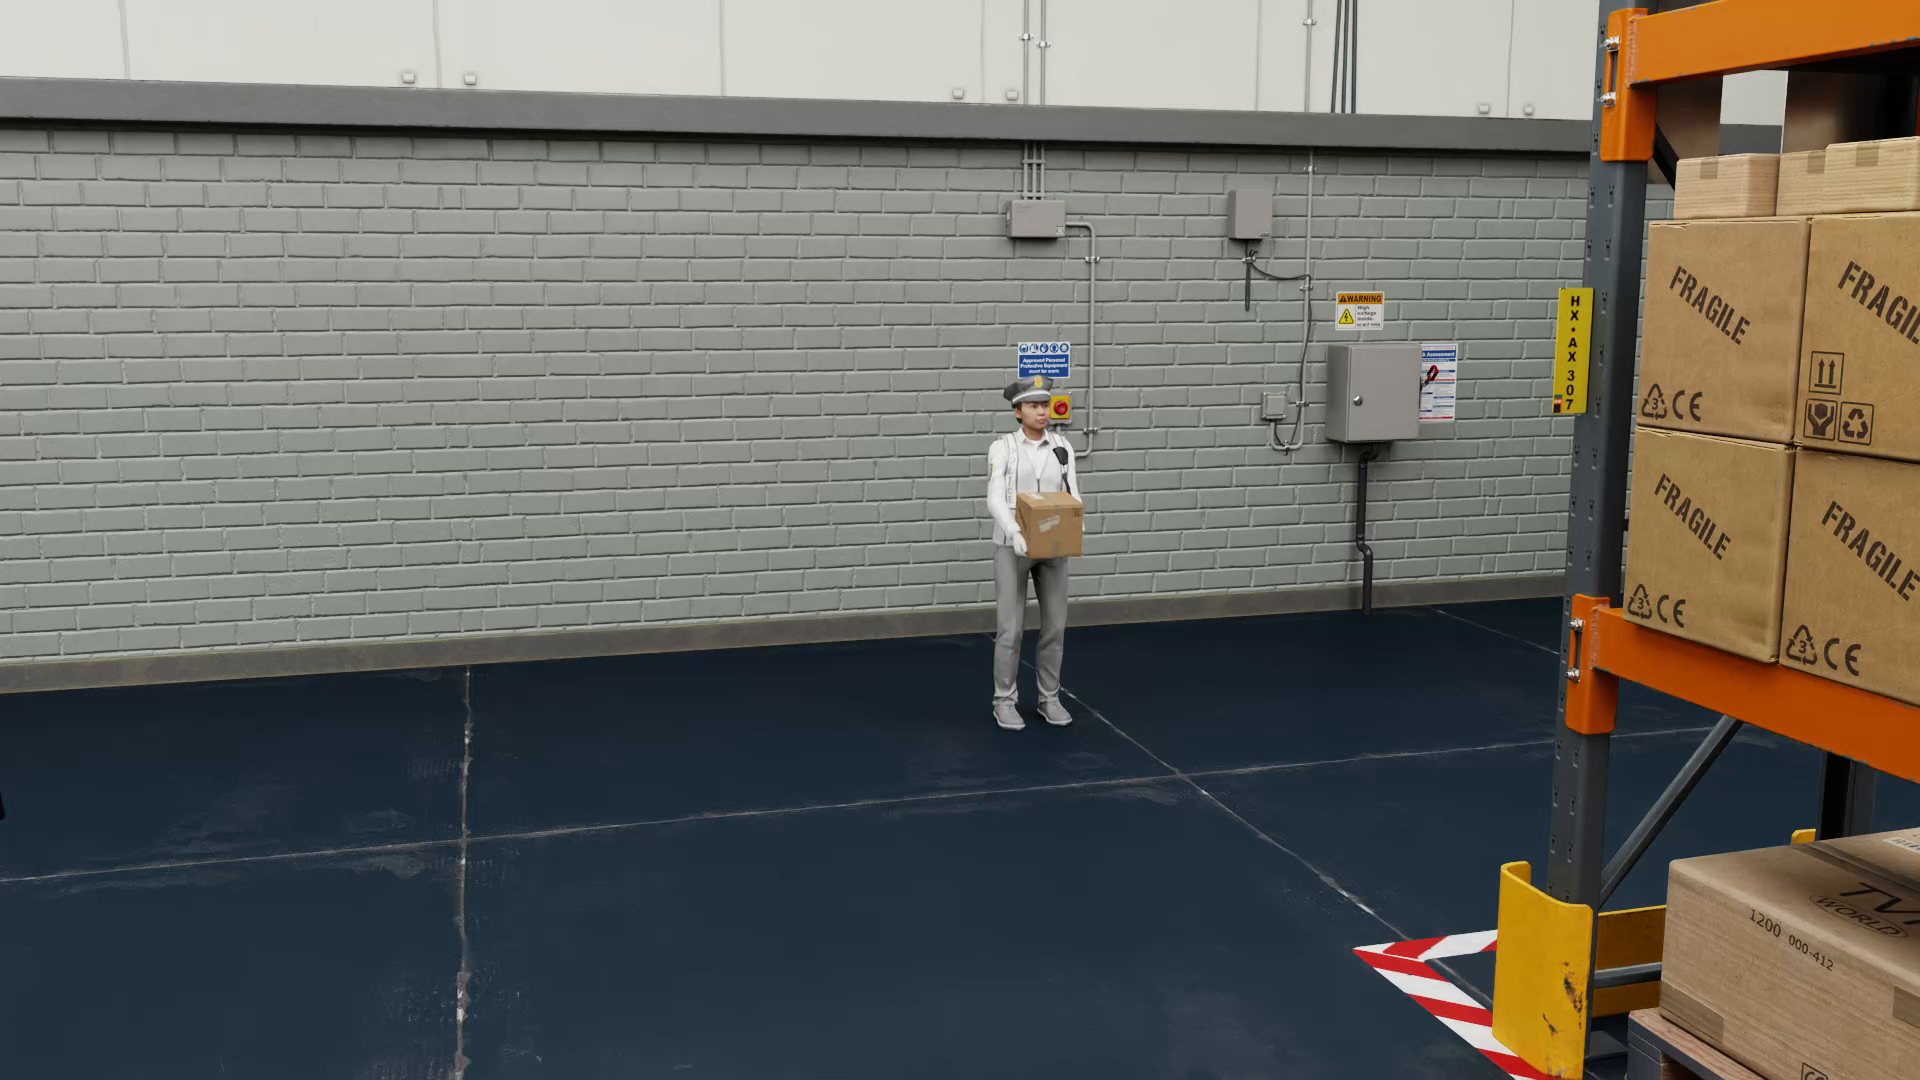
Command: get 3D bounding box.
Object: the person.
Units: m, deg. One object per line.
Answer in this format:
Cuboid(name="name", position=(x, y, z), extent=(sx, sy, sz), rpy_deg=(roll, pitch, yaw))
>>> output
Cuboid(name="person", position=(0.360, 0.061, 7.935), extent=(0.459, 1.686, 0.556), rpy_deg=(-3, 10, -15))
